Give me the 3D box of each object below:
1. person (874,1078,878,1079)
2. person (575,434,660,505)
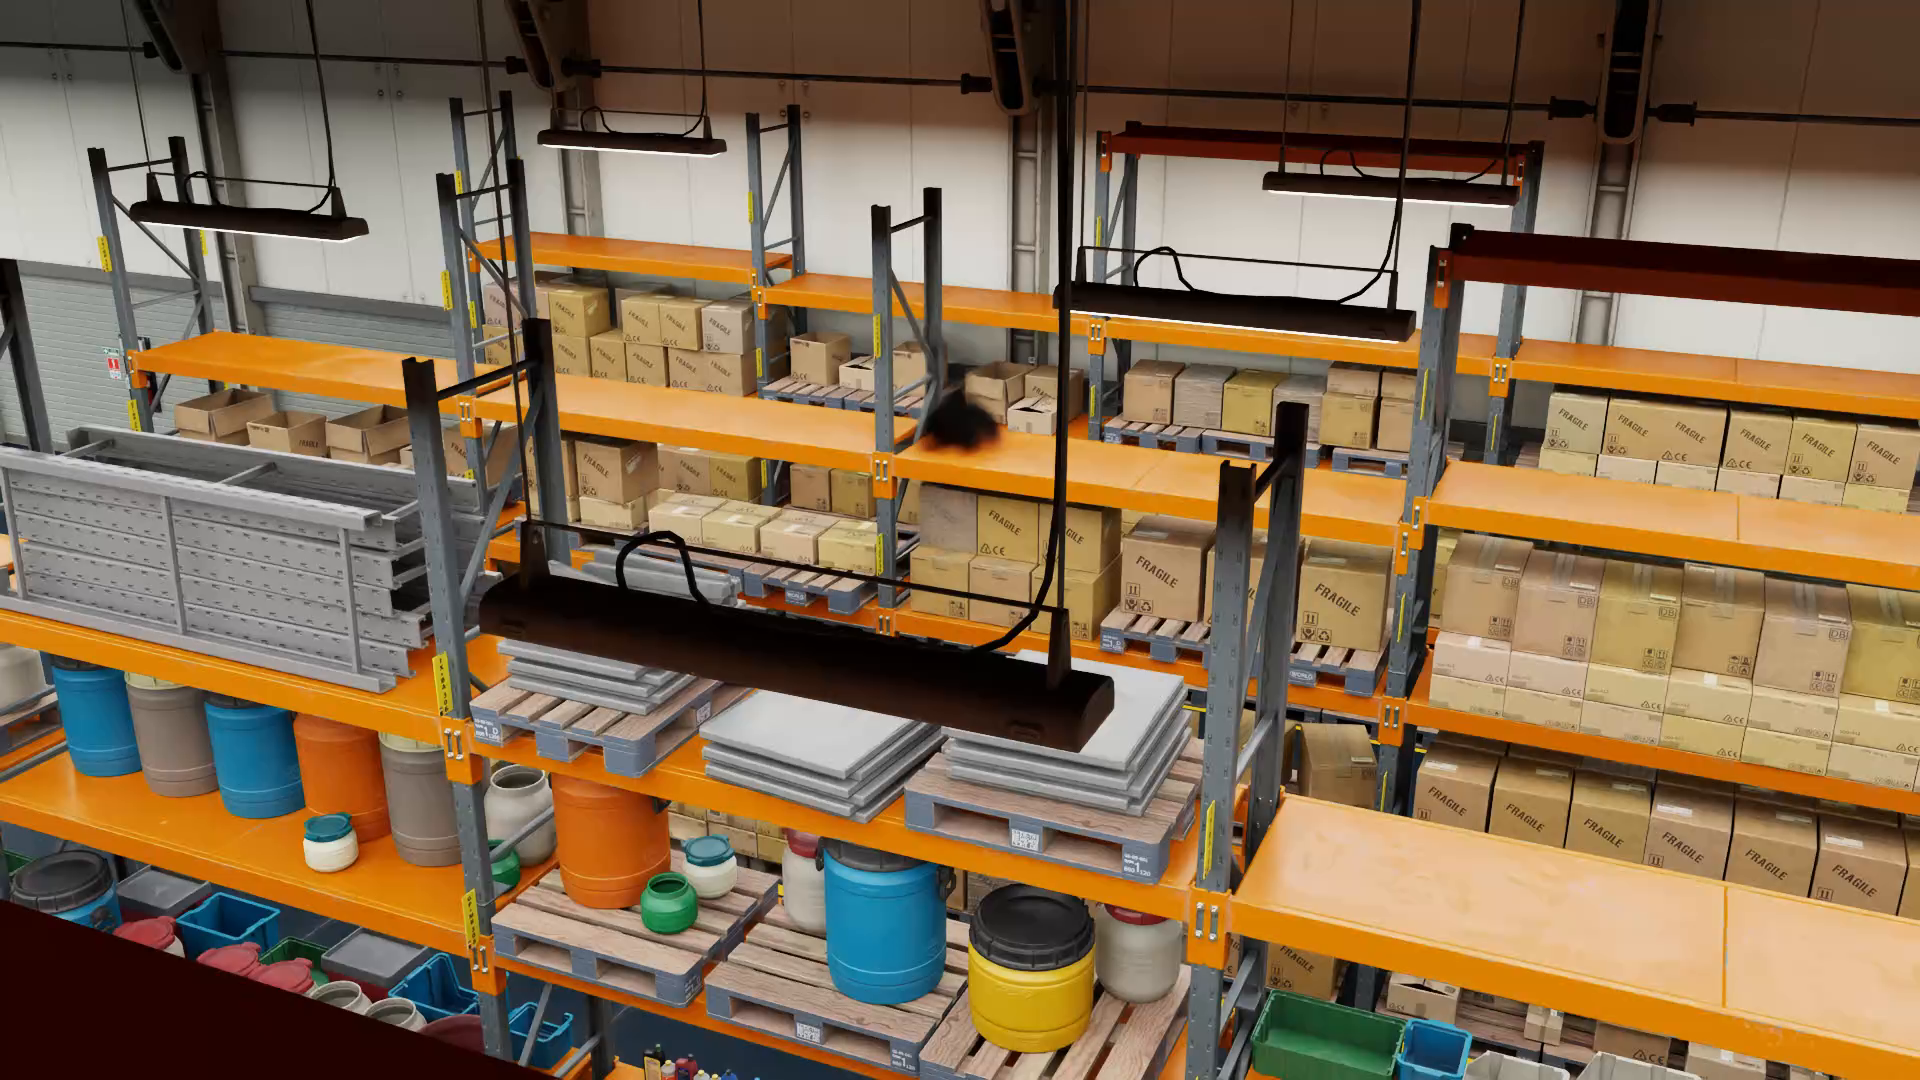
[{"bbox_3d":[-0.116,3.709,10.684,0.928,1.443,0.605,19,28,41],"label":"person"},{"bbox_3d":[-8.211,2.487,10.640,13.741,3.691,5.981,-7,22,-19],"label":"person"}]
